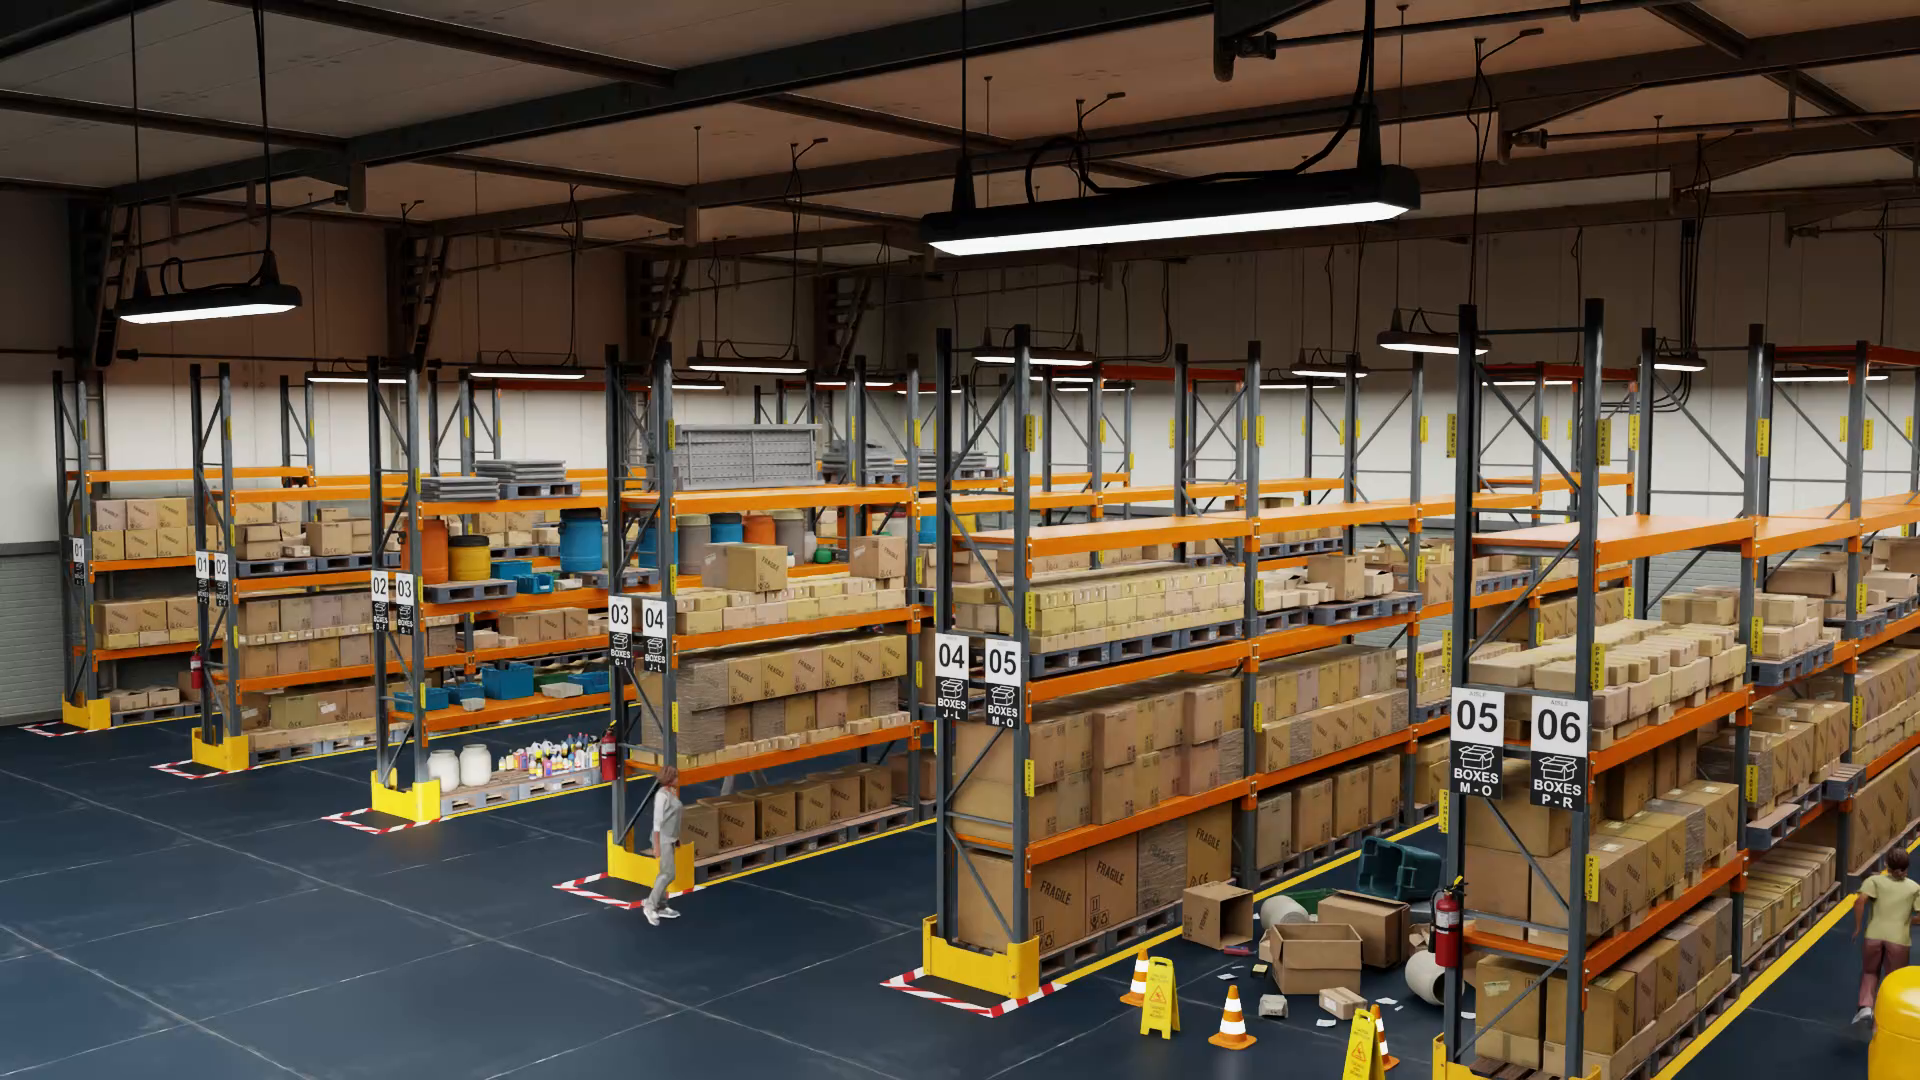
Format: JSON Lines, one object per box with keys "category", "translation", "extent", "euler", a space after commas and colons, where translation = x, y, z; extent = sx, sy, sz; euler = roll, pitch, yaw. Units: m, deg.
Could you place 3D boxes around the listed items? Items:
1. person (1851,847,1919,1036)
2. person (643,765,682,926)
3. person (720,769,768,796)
{"category": "person", "translation": [7.804, 3.384, 13.975], "extent": [0.522, 1.561, 0.703], "euler": [4, 6, 43]}
{"category": "person", "translation": [-3.075, 3.135, 17.186], "extent": [0.379, 1.622, 0.484], "euler": [0, 4, 2]}
{"category": "person", "translation": [-2.916, 2.741, 21.958], "extent": [0.913, 1.637, 0.472], "euler": [-3, 5, -37]}
